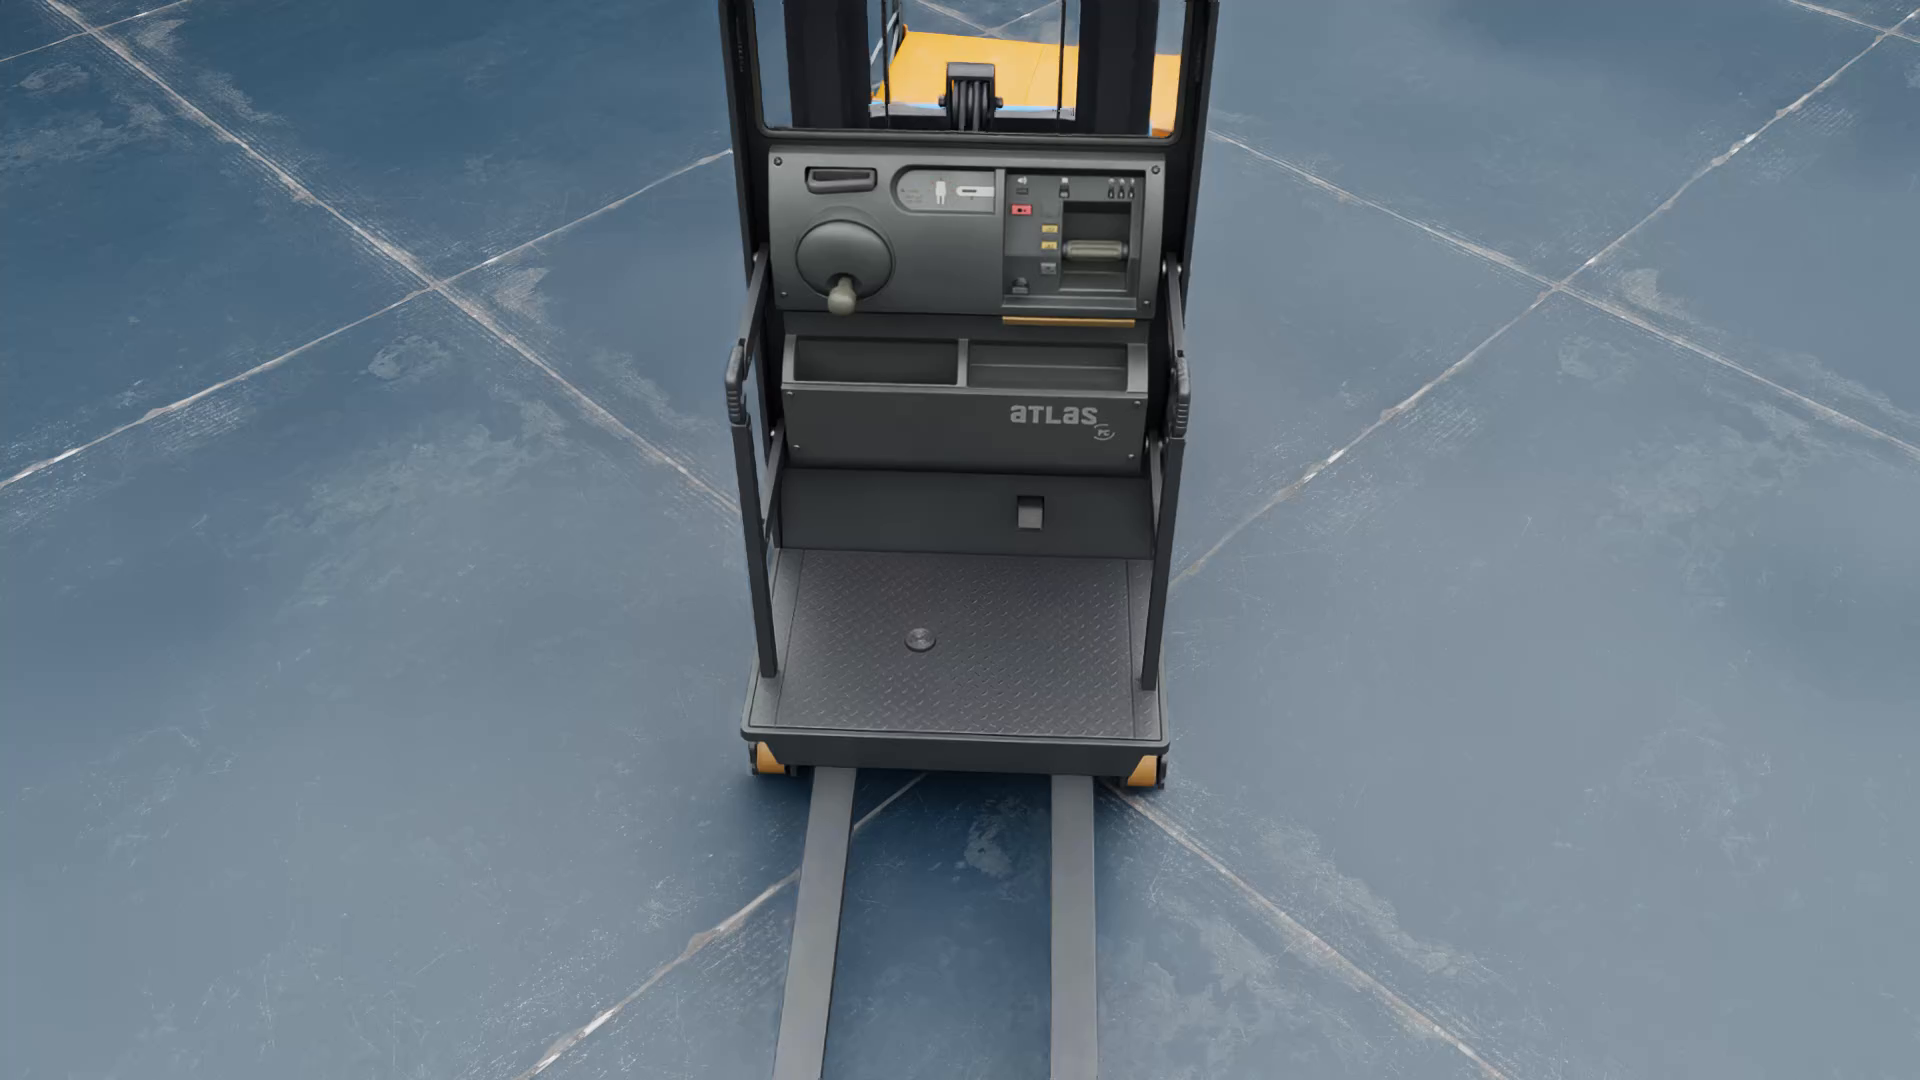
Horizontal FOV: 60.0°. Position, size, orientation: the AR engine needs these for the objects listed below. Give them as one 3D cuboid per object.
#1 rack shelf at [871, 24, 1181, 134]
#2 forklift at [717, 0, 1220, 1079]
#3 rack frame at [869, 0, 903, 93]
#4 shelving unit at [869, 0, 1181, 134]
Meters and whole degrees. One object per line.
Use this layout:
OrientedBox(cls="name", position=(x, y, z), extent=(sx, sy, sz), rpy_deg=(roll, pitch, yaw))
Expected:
OrientedBox(cls="rack shelf", position=(0.239, -1.432, 5.540), extent=(1.000, 0.278, 0.538), rpy_deg=(8, 43, 8))
OrientedBox(cls="forklift", position=(0.006, -0.636, 3.778), extent=(1.130, 2.935, 3.031), rpy_deg=(2, 43, 2))
OrientedBox(cls="rack frame", position=(-0.259, -1.285, 5.811), extent=(0.032, 1.125, 0.500), rpy_deg=(8, 43, 8))
OrientedBox(cls="shelving unit", position=(0.239, -1.217, 5.739), extent=(1.048, 1.125, 0.538), rpy_deg=(8, 43, 8))
